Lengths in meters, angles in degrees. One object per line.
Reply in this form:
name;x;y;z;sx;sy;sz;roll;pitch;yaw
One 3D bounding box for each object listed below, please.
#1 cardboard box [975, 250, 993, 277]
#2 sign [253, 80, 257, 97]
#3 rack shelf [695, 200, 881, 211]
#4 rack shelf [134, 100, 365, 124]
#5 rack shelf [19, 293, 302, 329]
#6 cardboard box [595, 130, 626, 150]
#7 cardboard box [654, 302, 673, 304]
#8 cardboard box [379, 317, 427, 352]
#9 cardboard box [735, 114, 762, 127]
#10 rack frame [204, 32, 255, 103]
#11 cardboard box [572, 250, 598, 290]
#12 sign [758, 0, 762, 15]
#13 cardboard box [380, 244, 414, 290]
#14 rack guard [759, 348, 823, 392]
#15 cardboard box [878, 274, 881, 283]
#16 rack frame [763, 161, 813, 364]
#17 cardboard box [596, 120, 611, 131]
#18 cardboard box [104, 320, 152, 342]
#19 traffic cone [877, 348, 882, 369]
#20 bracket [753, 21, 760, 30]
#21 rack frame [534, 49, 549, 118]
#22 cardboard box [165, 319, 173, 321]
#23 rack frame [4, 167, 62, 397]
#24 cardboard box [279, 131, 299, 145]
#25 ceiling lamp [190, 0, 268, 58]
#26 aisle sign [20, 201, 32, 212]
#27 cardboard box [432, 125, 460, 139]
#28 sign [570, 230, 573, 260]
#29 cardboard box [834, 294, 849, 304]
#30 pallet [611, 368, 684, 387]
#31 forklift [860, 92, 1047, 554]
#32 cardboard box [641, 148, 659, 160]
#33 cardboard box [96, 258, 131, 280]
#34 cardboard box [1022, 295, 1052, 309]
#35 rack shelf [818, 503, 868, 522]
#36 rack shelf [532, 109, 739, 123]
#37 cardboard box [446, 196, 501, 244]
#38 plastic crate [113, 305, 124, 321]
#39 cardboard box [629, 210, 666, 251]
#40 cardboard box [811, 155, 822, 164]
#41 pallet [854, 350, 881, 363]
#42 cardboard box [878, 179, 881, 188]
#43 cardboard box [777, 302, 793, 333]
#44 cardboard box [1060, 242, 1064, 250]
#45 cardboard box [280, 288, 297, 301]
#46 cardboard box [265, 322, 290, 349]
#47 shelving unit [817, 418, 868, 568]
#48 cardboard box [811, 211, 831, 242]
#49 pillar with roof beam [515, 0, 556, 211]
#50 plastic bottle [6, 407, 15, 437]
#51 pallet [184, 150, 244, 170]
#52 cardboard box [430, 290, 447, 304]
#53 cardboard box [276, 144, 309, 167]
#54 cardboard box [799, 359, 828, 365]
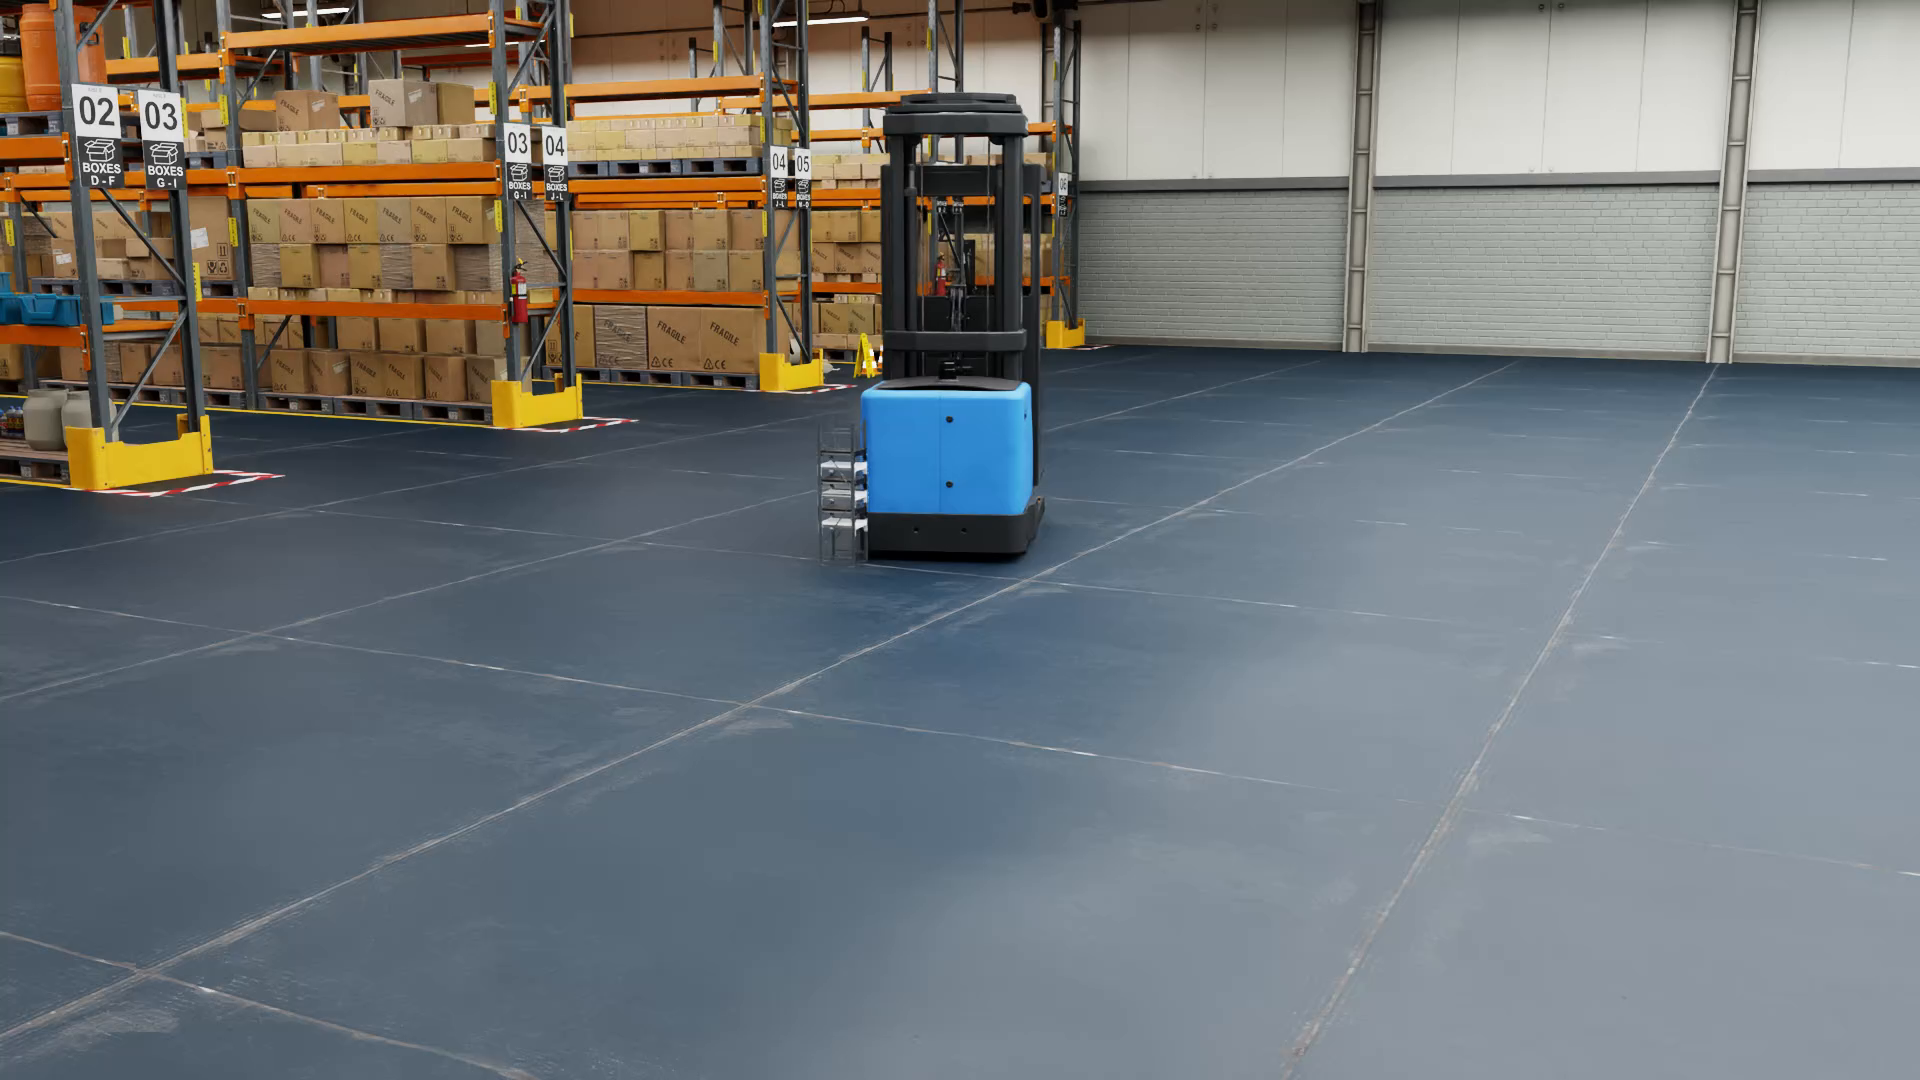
cardboard box;0.499;-5.280;31.698;0.500;0.500;0.500;5;11;25
sign;-14.311;-9.155;33.701;0.005;0.325;0.100;5;11;26
rack shelf;-3.403;-6.746;33.677;4.000;0.370;1.077;5;11;26
rack shelf;-11.283;-6.749;26.393;4.000;0.370;1.077;5;11;26
rack shelf;-9.981;-2.894;20.818;4.000;0.370;1.077;5;11;26
cardboard box;-4.682;-5.517;22.992;0.500;0.250;0.500;5;11;25
cardboard box;-6.115;-4.798;35.158;0.500;0.500;0.500;5;11;25
cardboard box;-8.198;-3.159;25.398;0.750;0.750;1.050;5;11;27
cardboard box;-2.767;-5.532;21.959;0.250;0.149;0.380;5;11;26
rack frame;-14.564;-8.571;33.318;0.127;3.000;1.000;5;11;26
cardboard box;-5.063;-3.881;23.833;0.550;0.550;0.875;5;11;26
sign;-2.568;-6.924;21.377;0.005;0.325;0.100;5;11;26
cardboard box;-6.012;-3.085;18.737;0.500;0.500;0.875;5;11;26
rack guard;-2.293;-2.327;22.686;0.348;0.500;1.175;5;11;26
cardboard box;-1.142;-4.255;27.026;0.250;0.149;0.380;5;11;25
rack frame;-2.315;-3.559;22.474;0.127;3.000;1.000;5;11;26
cardboard box;-4.811;-5.712;22.953;0.250;0.149;0.380;5;11;26
cardboard box;-10.680;-2.673;21.254;0.500;0.250;0.500;7;12;32
traffic cone;-1.172;-2.937;26.161;0.334;0.463;0.336;5;11;26
bracket;-4.158;-10.522;33.991;0.430;0.232;0.235;5;11;26
rack frame;-8.784;-9.049;35.958;0.127;3.000;1.000;5;11;26
cardboard box;-13.294;-3.662;28.195;0.250;0.149;0.380;6;12;28
rack frame;-11.775;-3.406;21.624;0.127;3.000;1.000;5;11;26
cardboard box;-7.529;-4.579;18.987;0.250;0.149;0.380;5;11;26
ceiling lamp;-15.805;-12.075;36.293;0.800;3.185;2.000;5;11;26
aisle sign;-16.596;-6.153;29.505;0.004;0.787;0.394;5;11;26
cardboard box;-5.463;-4.389;17.937;0.250;0.149;0.380;4;11;23
sign;-4.360;-3.288;18.543;0.005;0.325;0.100;5;11;26
cardboard box;-1.868;-3.981;27.417;0.250;0.149;0.380;6;12;28
pallet;-4.157;-2.334;23.534;1.213;0.211;1.003;5;11;26
forklift;0.032;-1.566;11.653;1.130;2.935;3.031;1;10;6
cardboard box;-4.131;-5.260;22.693;0.250;0.149;0.380;5;11;27
cardboard box;-10.373;-3.370;20.668;0.500;0.250;0.500;5;11;24
cardboard box;1.427;-4.483;31.312;0.500;0.250;0.500;5;12;28
rack shelf;-0.728;-0.173;10.352;0.258;0.077;0.200;3;11;18
rack shelf;-5.596;-7.232;29.064;4.000;0.370;1.077;5;11;26
cardboard box;-5.203;-3.467;18.038;0.500;0.500;0.500;5;11;26
plastic crate;-7.452;-1.976;14.467;0.250;0.136;0.298;5;11;26
cardboard box;-4.140;-4.315;23.198;0.500;0.550;0.875;5;11;26
cardboard box;-2.234;-6.232;27.283;0.250;0.149;0.380;5;12;27
pallet;-0.996;-3.061;27.553;1.213;0.211;1.003;5;11;26
cardboard box;-1.120;-5.734;26.775;0.250;0.149;0.380;5;12;28
cardboard box;-2.908;-3.766;28.051;0.500;0.500;0.500;6;12;28
cardboard box;1.788;-5.587;31.578;0.250;0.149;0.380;5;11;24
cardboard box;-7.673;-2.865;19.341;0.250;0.149;0.380;5;11;26
cardboard box;-10.659;-3.218;26.428;0.500;0.500;0.500;6;12;28
shelving unit;-0.728;-0.294;10.330;0.258;0.900;0.210;3;11;18
cardboard box;-2.109;-5.177;27.489;0.500;0.500;0.700;5;11;25
pillar with roof beam;-10.914;-8.560;33.258;0.548;9.000;9.100;5;11;26
plastic bottle;-8.677;-1.086;15.231;0.097;0.271;0.097;0;10;0
pallet;-8.694;-4.540;19.995;1.003;0.211;1.213;5;11;26
cardboard box;-5.636;-2.694;18.401;0.250;0.149;0.380;5;11;26
cardboard box;-7.420;-4.375;18.981;0.500;0.250;0.500;5;11;25
cardboard box;-2.284;-2.736;25.928;0.380;0.149;0.250;-7;12;-33
